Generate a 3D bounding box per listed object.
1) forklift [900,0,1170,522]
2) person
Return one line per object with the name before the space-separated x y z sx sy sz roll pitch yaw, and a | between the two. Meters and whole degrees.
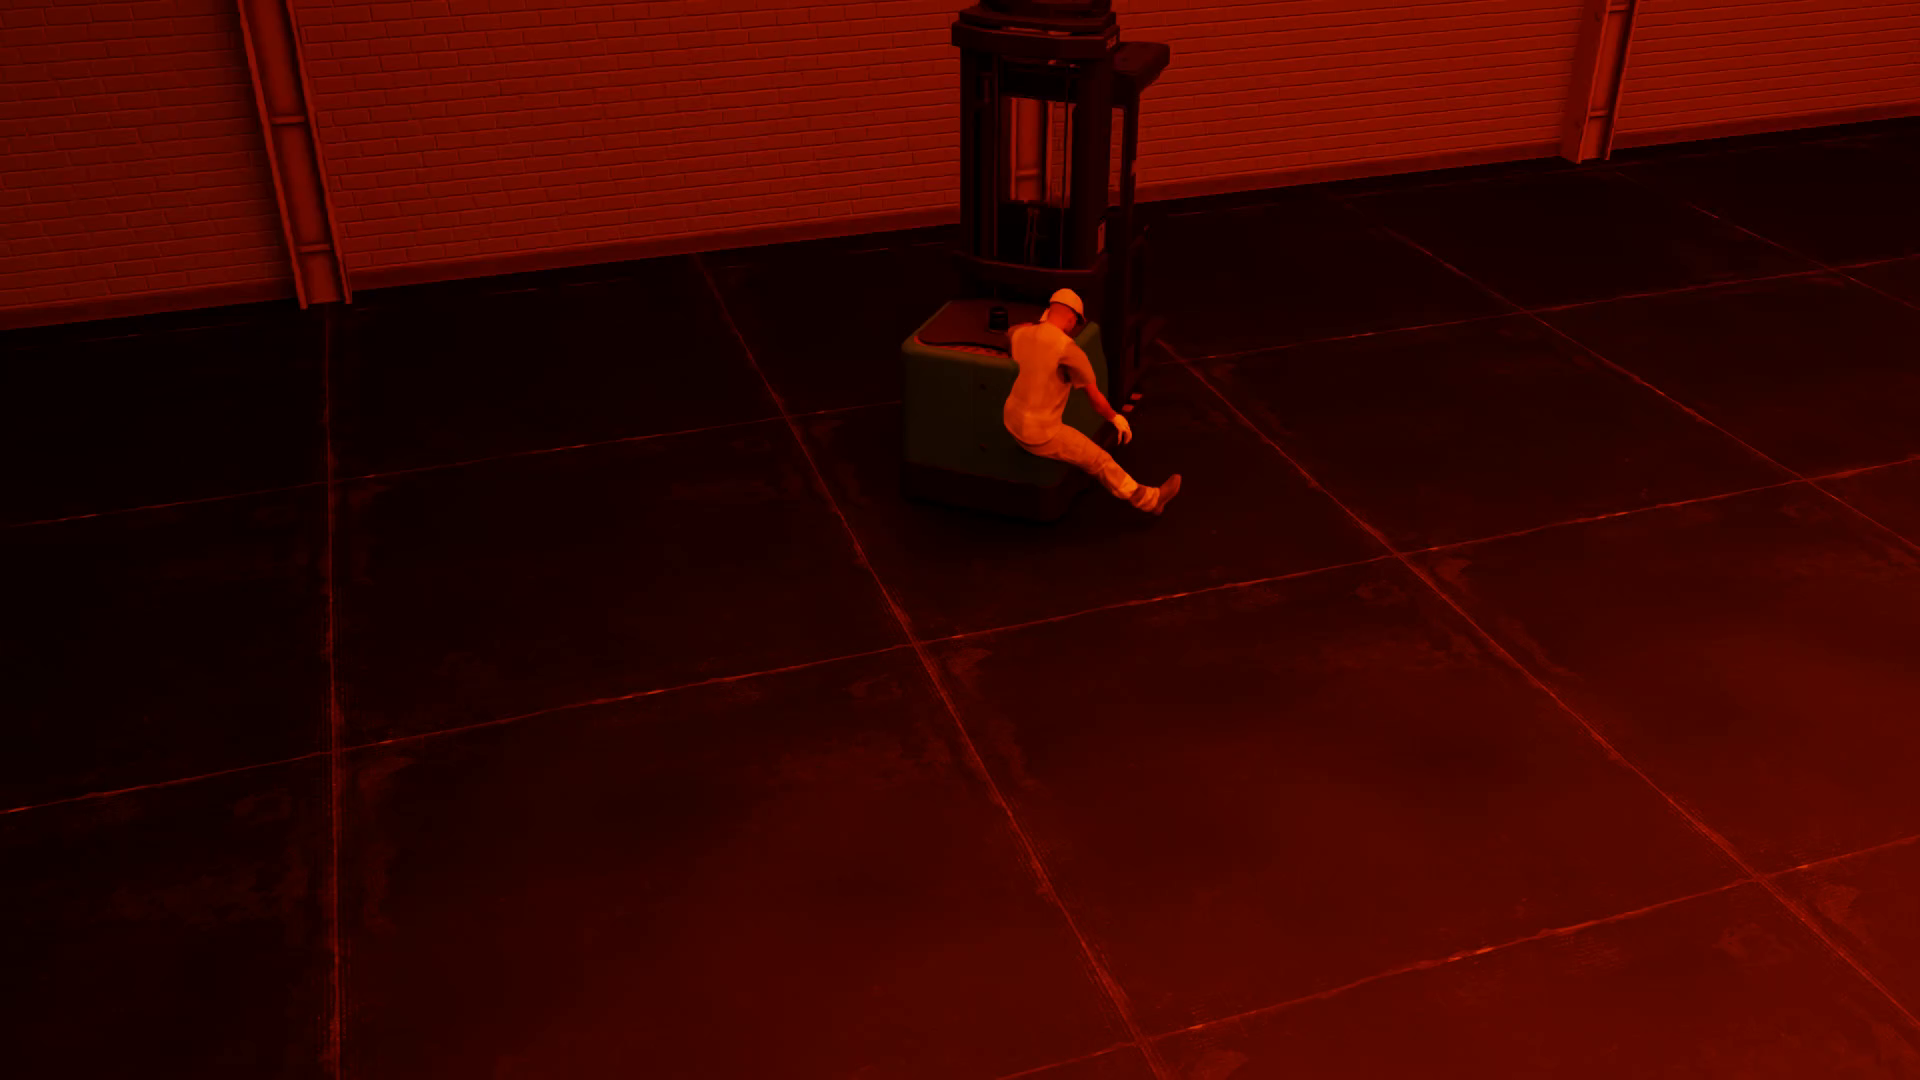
forklift | 0.652 -2.101 10.738 1.130 2.935 3.031 11 32 19
person | 0.633 -0.849 10.035 1.069 1.421 1.102 -17 34 -27
